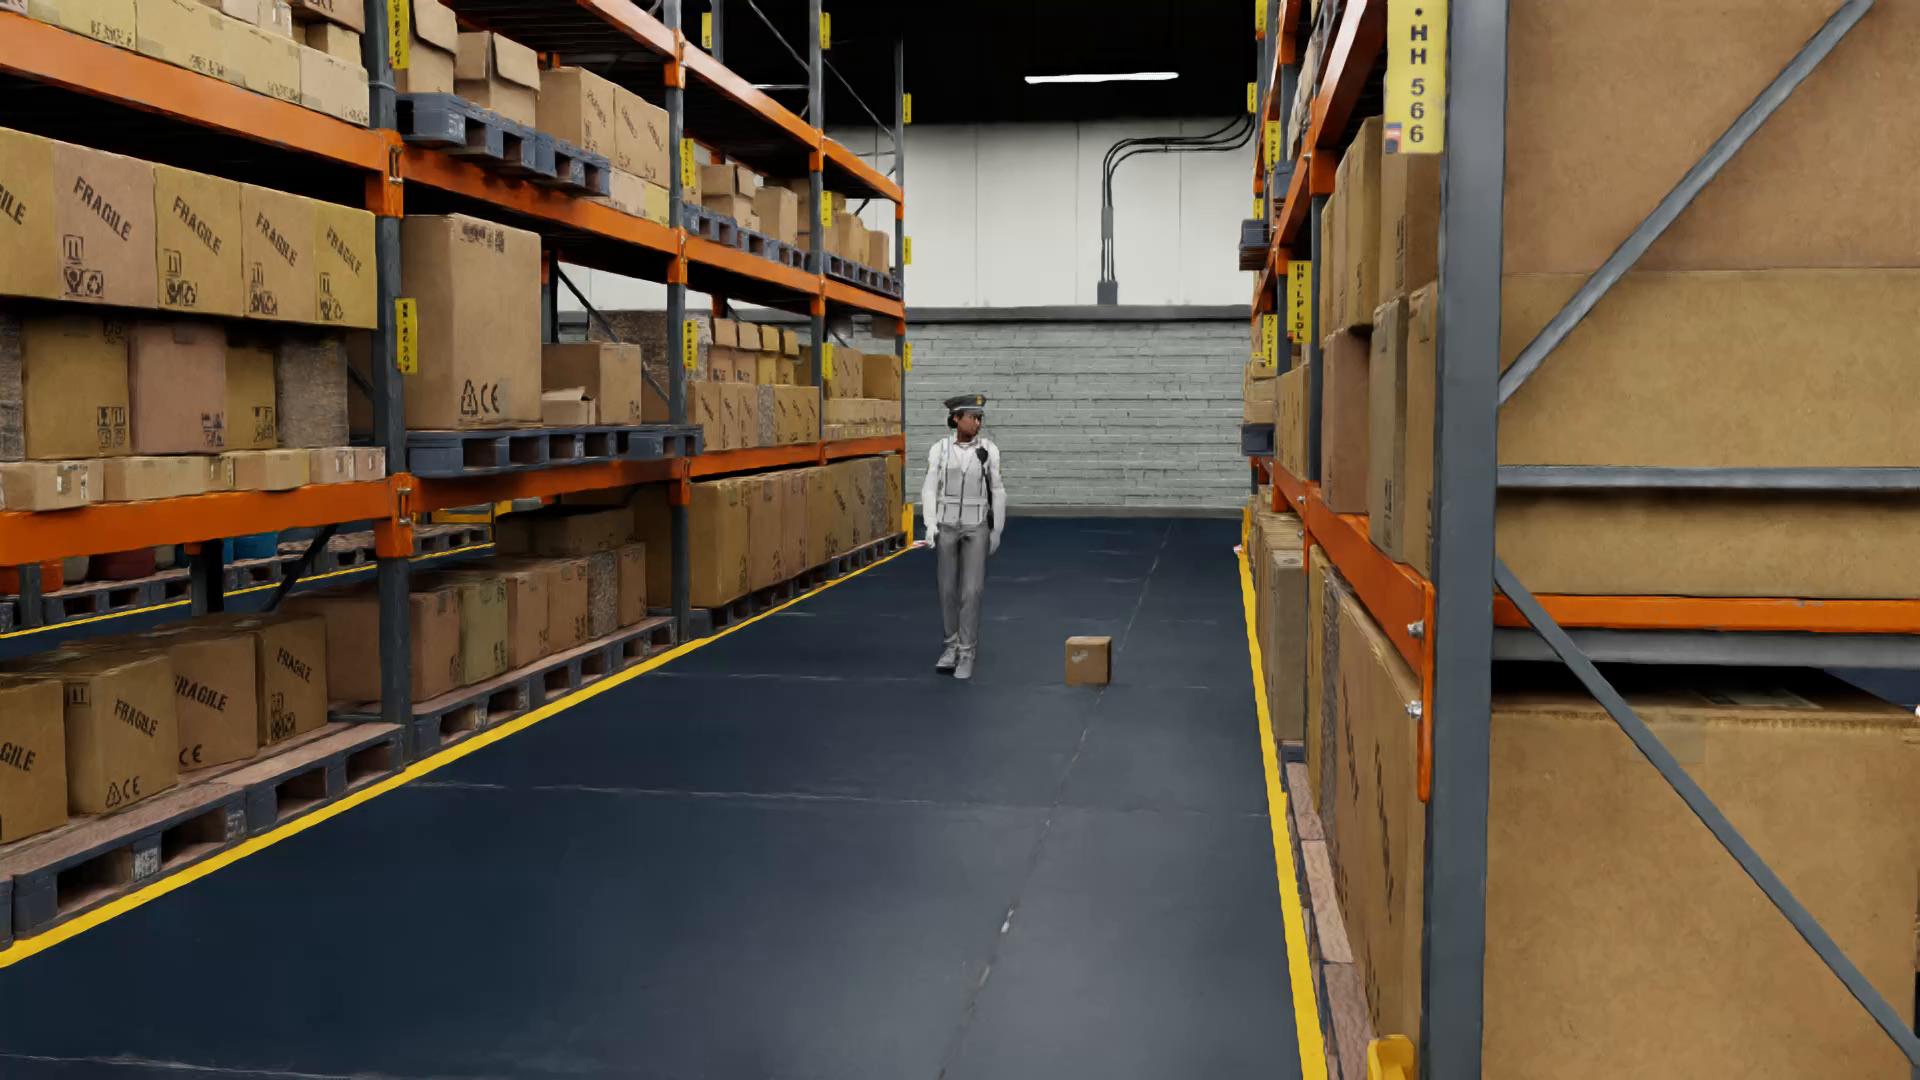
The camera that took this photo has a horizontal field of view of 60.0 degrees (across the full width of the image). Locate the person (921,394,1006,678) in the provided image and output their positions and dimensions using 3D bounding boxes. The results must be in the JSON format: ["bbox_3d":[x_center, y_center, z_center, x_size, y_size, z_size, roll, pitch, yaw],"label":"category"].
[{"bbox_3d":[0.015,-0.011,10.119,0.513,1.753,0.468,0,5,6],"label":"person"}]
